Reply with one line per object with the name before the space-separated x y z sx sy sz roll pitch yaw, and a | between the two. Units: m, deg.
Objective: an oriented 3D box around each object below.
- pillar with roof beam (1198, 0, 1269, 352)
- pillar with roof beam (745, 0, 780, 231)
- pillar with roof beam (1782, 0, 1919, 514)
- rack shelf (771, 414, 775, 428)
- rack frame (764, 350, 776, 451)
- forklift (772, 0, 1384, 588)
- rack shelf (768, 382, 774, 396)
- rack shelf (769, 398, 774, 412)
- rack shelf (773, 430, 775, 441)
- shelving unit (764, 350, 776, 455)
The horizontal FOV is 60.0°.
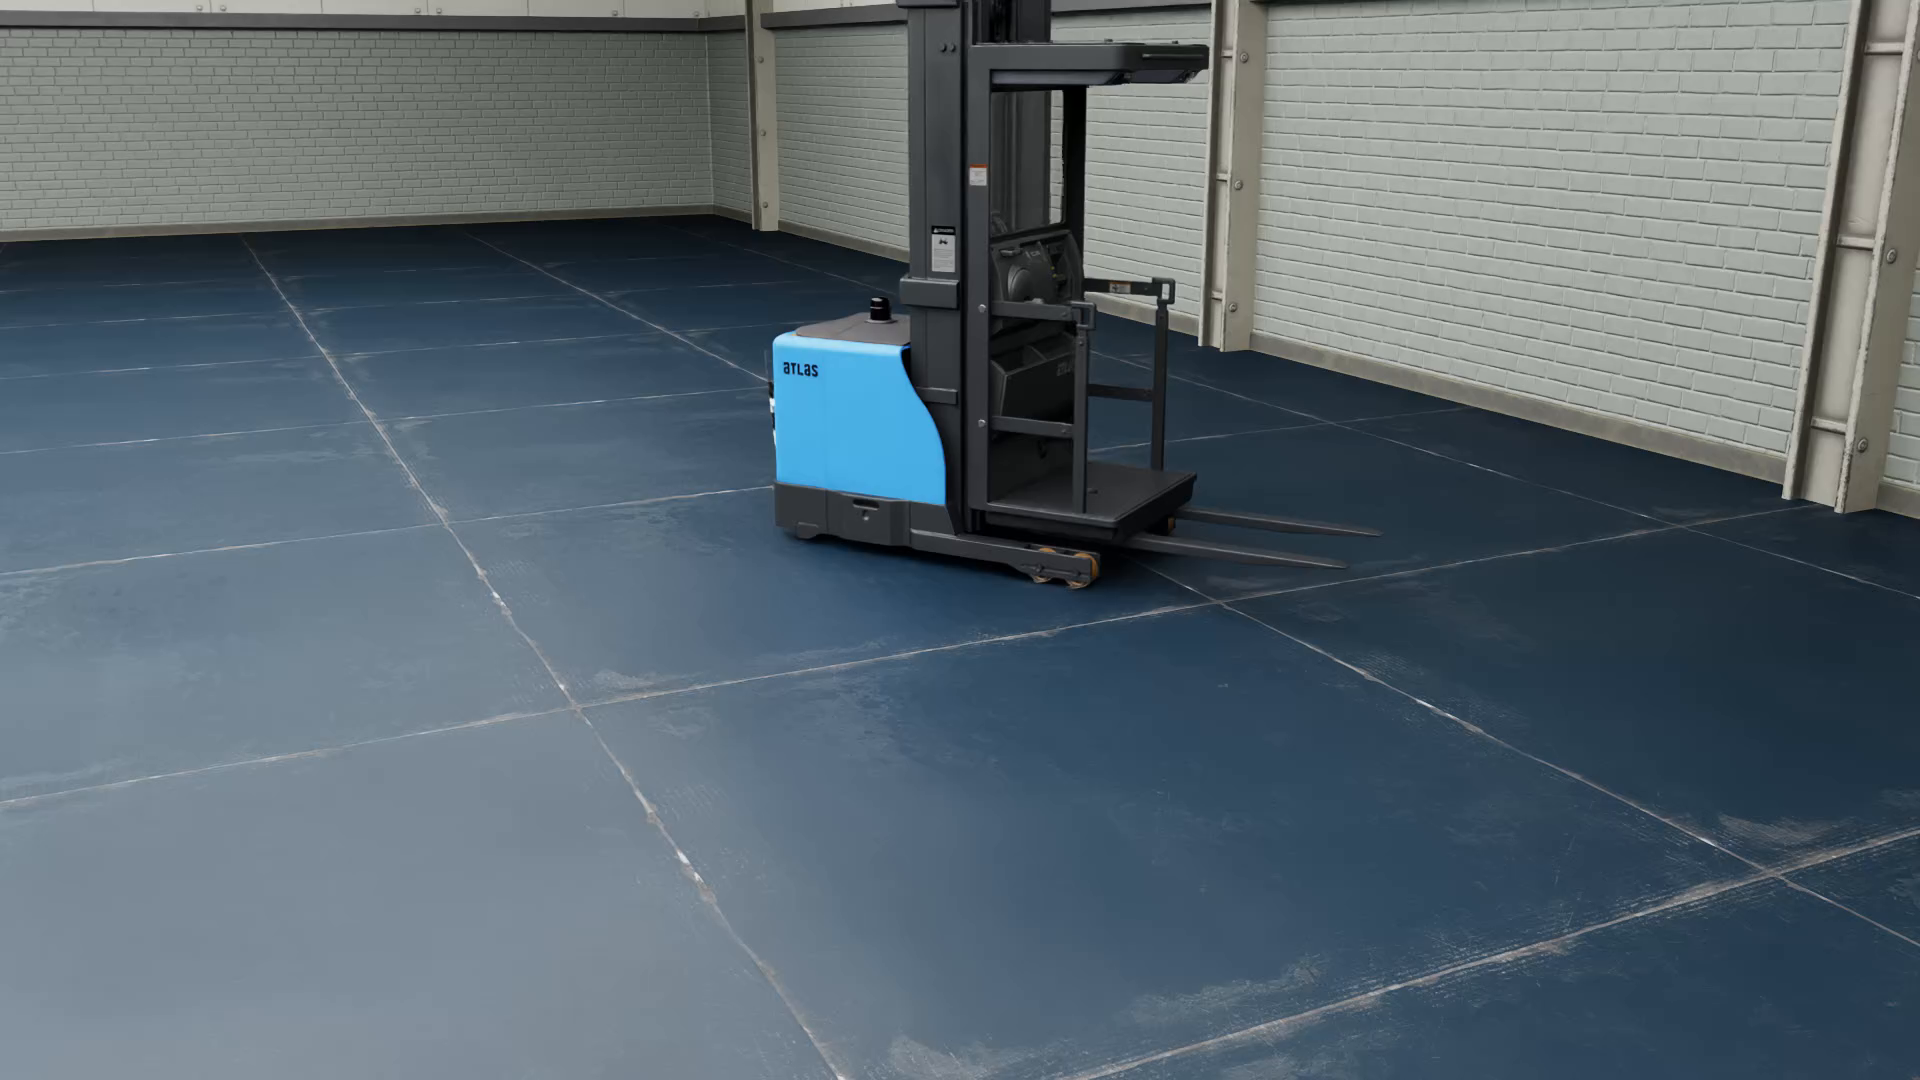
pillar with roof beam | -1.531 -5.508 11.629 9.100 9.000 0.400 -8 18 -25
pillar with roof beam | -6.788 -8.483 21.998 9.100 9.000 0.400 -8 18 -25
pillar with roof beam | 1.097 -4.020 6.445 9.100 9.000 0.400 -8 18 -25
rack shelf | -0.886 -0.678 9.244 0.200 0.077 0.258 4 15 38
rack frame | -0.961 -0.629 9.318 0.006 0.900 0.240 4 15 38
forklift | 0.566 -1.346 8.128 3.031 2.935 1.130 8 18 27
rack shelf | -0.902 -0.853 9.206 0.200 0.077 0.258 4 15 38
rack shelf | -0.894 -0.766 9.225 0.200 0.077 0.258 4 15 38
rack shelf | -0.878 -0.590 9.262 0.200 0.077 0.258 4 15 38
shelving unit | -0.881 -0.623 9.256 0.210 0.900 0.258 4 15 38
